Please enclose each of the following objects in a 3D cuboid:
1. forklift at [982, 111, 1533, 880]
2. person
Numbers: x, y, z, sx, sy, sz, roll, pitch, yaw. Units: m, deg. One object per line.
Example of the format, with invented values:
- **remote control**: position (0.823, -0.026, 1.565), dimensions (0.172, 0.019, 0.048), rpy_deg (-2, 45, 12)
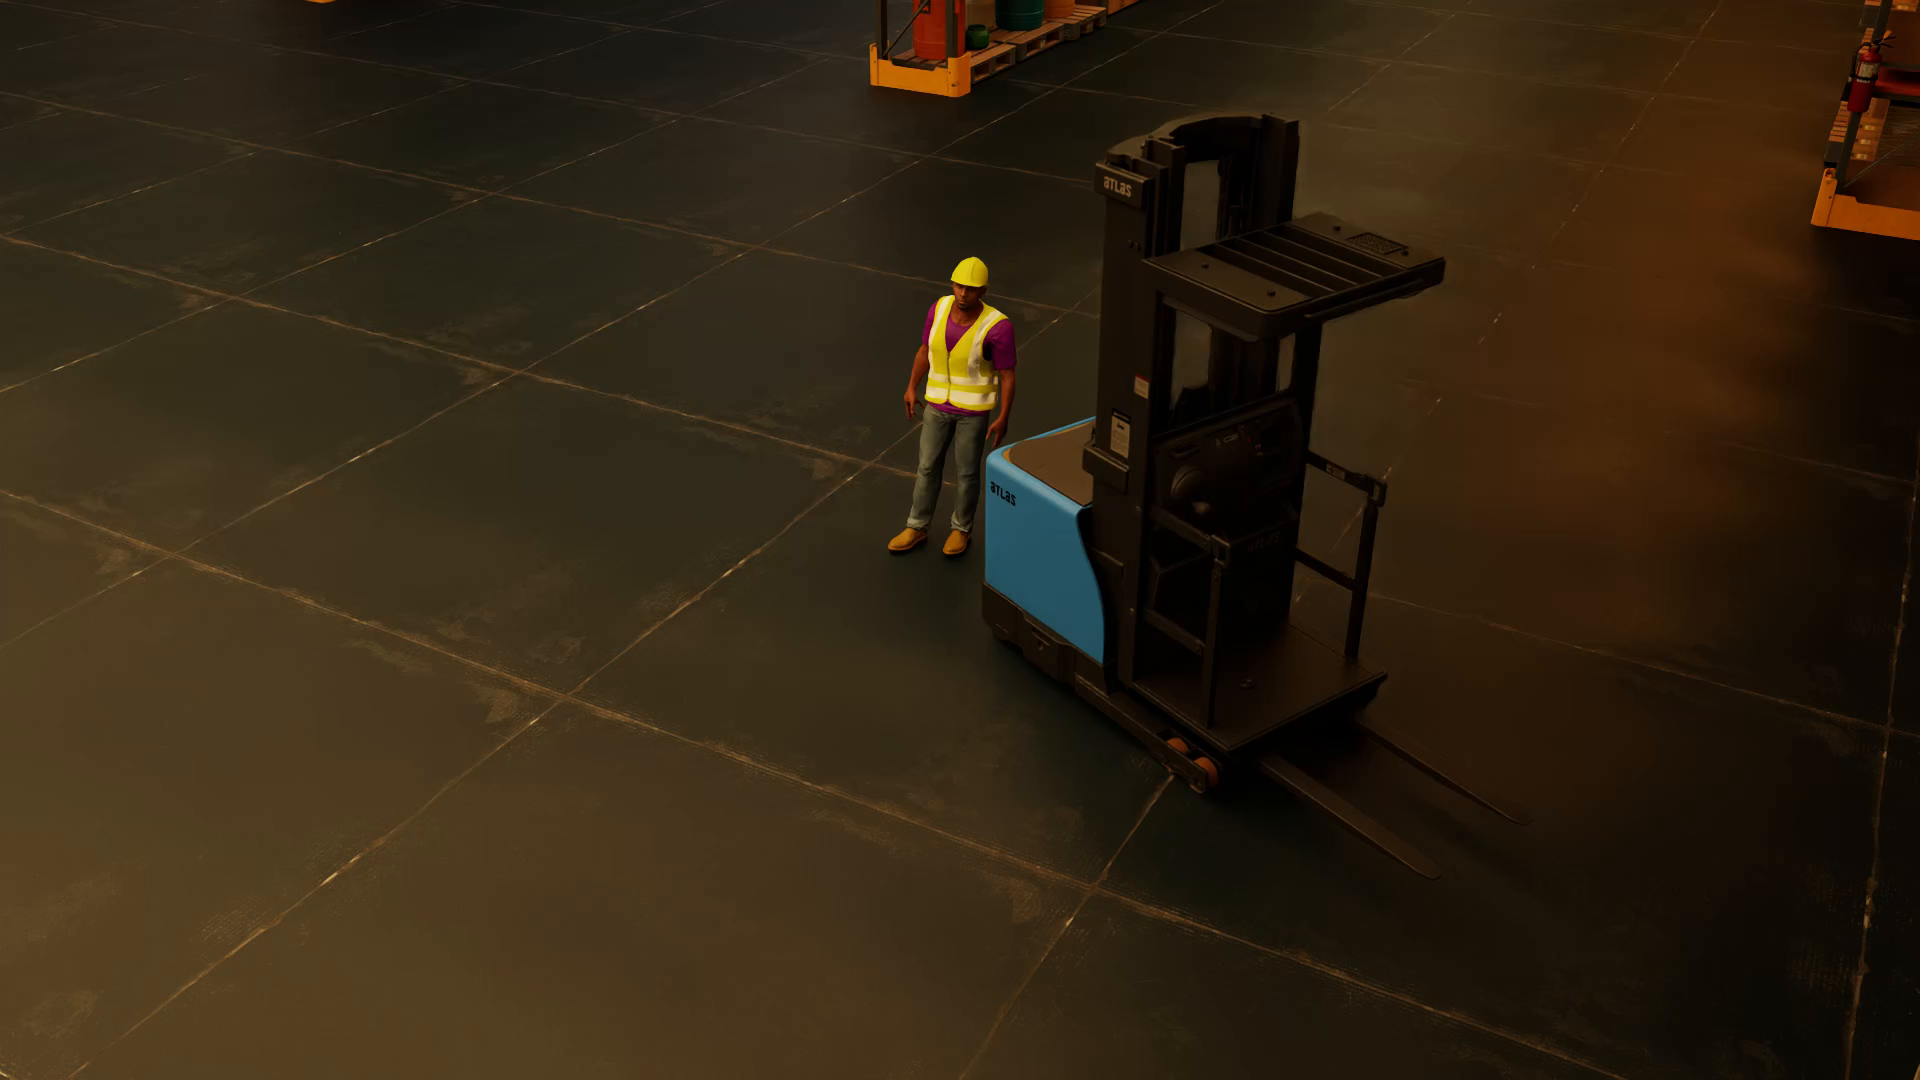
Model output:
- **forklift**: position (1.391, -0.344, 7.667), dimensions (1.130, 2.935, 3.031), rpy_deg (-20, 36, -31)
- **person**: position (-0.039, -0.742, 9.508), dimensions (0.665, 1.766, 0.576), rpy_deg (15, 33, 25)
